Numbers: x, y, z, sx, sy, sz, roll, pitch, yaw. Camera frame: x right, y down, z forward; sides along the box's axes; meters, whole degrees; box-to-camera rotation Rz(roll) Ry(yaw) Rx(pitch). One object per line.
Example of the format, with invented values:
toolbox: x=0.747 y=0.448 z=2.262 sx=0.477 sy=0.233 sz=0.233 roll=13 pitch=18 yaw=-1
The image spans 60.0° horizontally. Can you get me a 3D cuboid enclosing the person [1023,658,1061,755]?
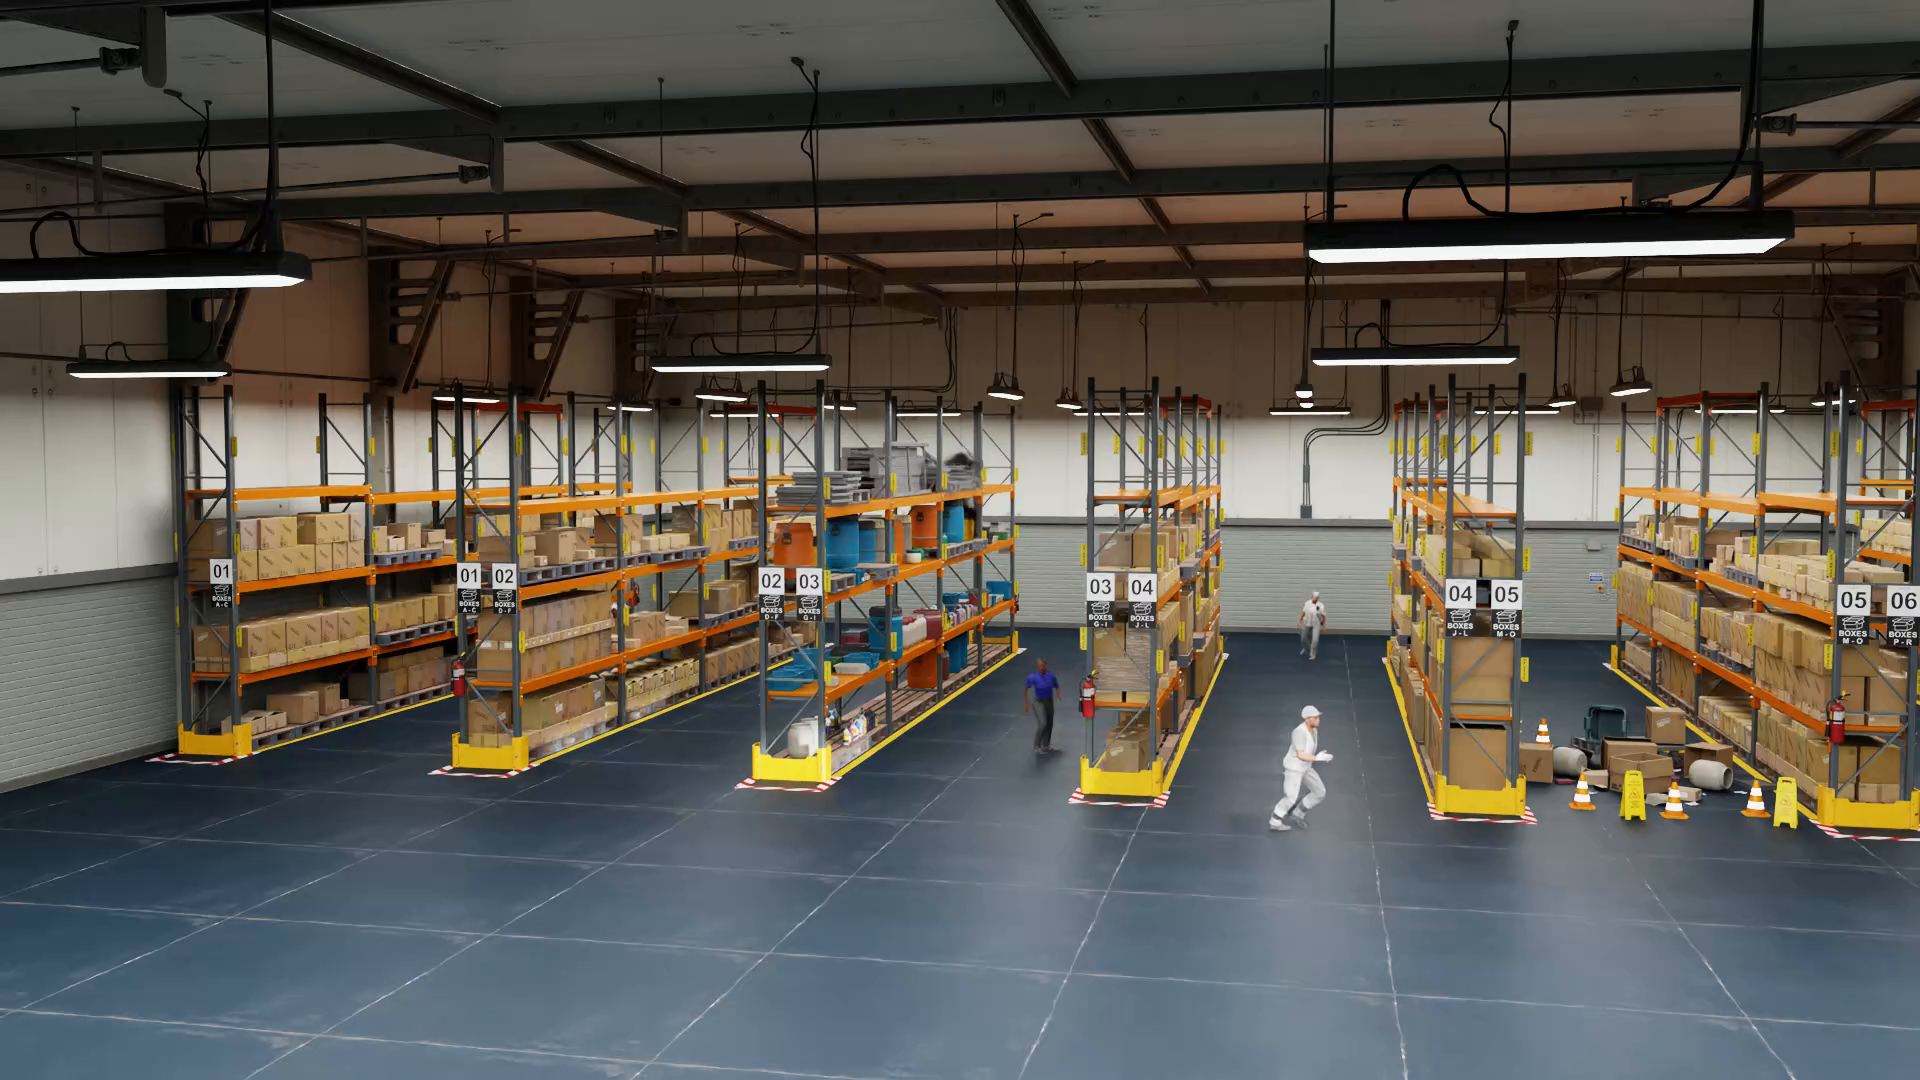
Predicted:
person: x=1.395 y=2.719 z=27.177 sx=0.608 sy=1.618 sz=0.756 roll=-2 pitch=4 yaw=-28

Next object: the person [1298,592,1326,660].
person: x=8.321 y=2.002 z=39.268 sx=0.679 sy=1.604 sz=0.699 roll=1 pitch=3 yaw=21

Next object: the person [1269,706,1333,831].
person: x=4.428 y=2.948 z=21.430 sx=0.917 sy=1.676 sz=0.694 roll=3 pitch=4 yaw=40

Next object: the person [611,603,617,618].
person: x=-7.149 y=2.161 z=34.916 sx=0.633 sy=1.728 sz=0.992 roll=1 pitch=3 yaw=10
